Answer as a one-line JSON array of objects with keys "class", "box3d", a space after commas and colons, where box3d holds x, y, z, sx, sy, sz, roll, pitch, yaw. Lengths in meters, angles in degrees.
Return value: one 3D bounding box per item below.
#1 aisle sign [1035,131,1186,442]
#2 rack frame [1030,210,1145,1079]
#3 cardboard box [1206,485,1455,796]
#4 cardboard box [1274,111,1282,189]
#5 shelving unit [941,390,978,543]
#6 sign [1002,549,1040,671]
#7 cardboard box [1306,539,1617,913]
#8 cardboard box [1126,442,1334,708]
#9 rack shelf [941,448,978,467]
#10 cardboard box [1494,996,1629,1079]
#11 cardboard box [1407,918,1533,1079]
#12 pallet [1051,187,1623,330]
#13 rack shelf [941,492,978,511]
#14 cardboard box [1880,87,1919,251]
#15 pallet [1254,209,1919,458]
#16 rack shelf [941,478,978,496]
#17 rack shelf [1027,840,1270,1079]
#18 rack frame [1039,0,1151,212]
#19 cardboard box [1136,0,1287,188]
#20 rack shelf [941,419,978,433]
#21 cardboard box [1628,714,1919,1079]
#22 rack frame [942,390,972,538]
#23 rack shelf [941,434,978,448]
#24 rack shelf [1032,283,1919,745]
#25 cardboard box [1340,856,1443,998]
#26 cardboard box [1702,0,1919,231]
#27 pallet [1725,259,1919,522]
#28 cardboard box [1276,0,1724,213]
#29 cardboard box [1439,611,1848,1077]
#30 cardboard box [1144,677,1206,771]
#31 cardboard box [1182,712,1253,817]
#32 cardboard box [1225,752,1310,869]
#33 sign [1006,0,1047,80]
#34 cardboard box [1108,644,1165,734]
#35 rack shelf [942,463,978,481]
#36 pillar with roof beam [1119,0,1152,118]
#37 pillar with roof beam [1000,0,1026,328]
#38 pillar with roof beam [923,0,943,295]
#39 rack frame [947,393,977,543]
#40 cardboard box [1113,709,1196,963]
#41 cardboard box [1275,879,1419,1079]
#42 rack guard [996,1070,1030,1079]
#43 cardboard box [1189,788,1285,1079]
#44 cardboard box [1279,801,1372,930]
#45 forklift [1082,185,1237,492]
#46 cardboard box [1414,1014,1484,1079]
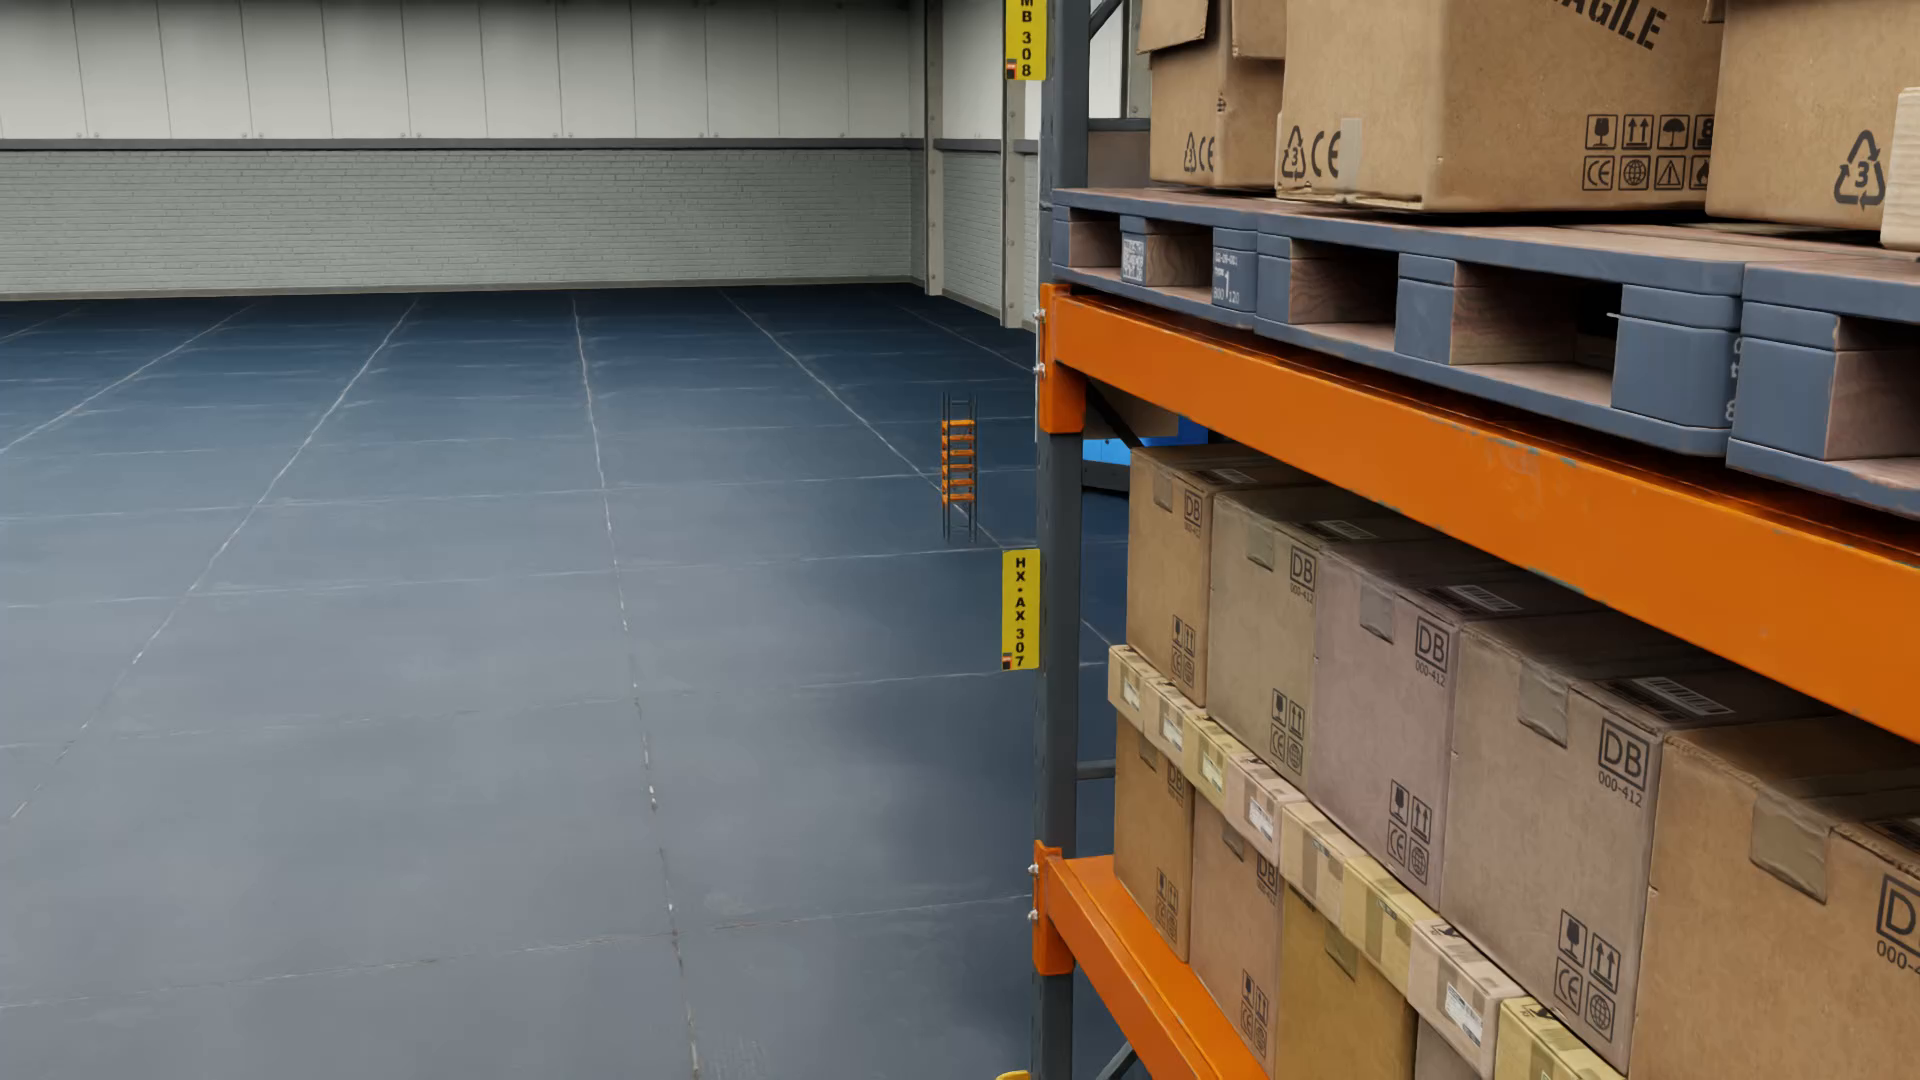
[{"class": "aisle sign", "box3d": [0.388, -0.648, 4.281, 0.394, 0.787, 0.004, -3, 14, -13]}, {"class": "rack frame", "box3d": [0.701, 0.613, 4.598, 1.000, 3.000, 0.127, -3, 14, -13]}, {"class": "cardboard box", "box3d": [0.939, 0.176, 3.443, 0.700, 0.500, 0.500, -4, 14, -15]}, {"class": "cardboard box", "box3d": [0.806, -0.713, 3.054, 0.380, 0.149, 0.250, -3, 14, -13]}, {"class": "shelving unit", "box3d": [-0.003, -0.586, 13.298, 0.258, 1.200, 0.189, -3, 14, -13]}, {"class": "sign", "box3d": [0.160, 0.184, 4.365, 0.100, 0.325, 0.005, -3, 14, -13]}, {"class": "cardboard box", "box3d": [1.058, 0.292, 2.967, 0.700, 0.500, 0.500, -3, 14, -13]}, {"class": "cardboard box", "box3d": [0.810, 0.055, 3.938, 0.700, 0.500, 0.500, -3, 14, -13]}, {"class": "rack shelf", "box3d": [-0.003, -0.660, 13.280, 0.258, 0.103, 0.180, -3, 14, -13]}, {"class": "cardboard box", "box3d": [1.006, 0.767, 2.389, 0.380, 0.149, 0.250, -3, 14, -11]}, {"class": "cardboard box", "box3d": [0.944, 0.706, 2.638, 0.380, 0.149, 0.250, -3, 14, -13]}, {"class": "pallet", "box3d": [0.842, -0.637, 3.579, 1.003, 0.211, 1.213, -3, 14, -13]}, {"class": "rack shelf", "box3d": [-0.003, -0.310, 13.366, 0.258, 0.103, 0.180, -3, 14, -13]}, {"class": "cardboard box", "box3d": [1.091, -0.334, 1.505, 0.380, 0.149, 0.250, -3, 14, -13]}, {"class": "pallet", "box3d": [1.132, -0.355, 2.424, 1.003, 0.211, 1.213, -3, 14, -13]}, {"class": "rack shelf", "box3d": [-0.003, -0.426, 13.337, 0.258, 0.103, 0.180, -3, 14, -13]}, {"class": "rack shelf", "box3d": [1.170, 1.424, 2.795, 1.077, 0.370, 4.000, -3, 14, -13]}, {"class": "rack frame", "box3d": [0.701, -2.301, 3.886, 1.000, 3.000, 0.127, -3, 14, -13]}, {"class": "cardboard box", "box3d": [0.832, -1.034, 3.619, 0.797, 0.503, 0.637, -2, 14, -9]}, {"class": "rack shelf", "box3d": [-0.003, -0.893, 13.223, 0.258, 0.103, 0.180, -3, 14, -13]}, {"class": "cardboard box", "box3d": [1.293, 0.523, 2.022, 0.700, 0.500, 0.500, -3, 14, -13]}, {"class": "rack frame", "box3d": [-0.025, -0.607, 13.385, 0.240, 1.200, 0.006, -3, 14, -13]}, {"class": "rack shelf", "box3d": [-0.003, -0.776, 13.252, 0.258, 0.103, 0.180, -3, 14, -13]}, {"class": "rack shelf", "box3d": [1.170, -0.033, 2.439, 1.077, 0.370, 4.000, -3, 14, -13]}, {"class": "cardboard box", "box3d": [0.888, 0.649, 2.874, 0.380, 0.149, 0.250, -3, 14, -14]}, {"class": "cardboard box", "box3d": [1.376, -0.630, 1.970, 0.797, 0.503, 0.637, -2, 14, -7]}, {"class": "pallet", "box3d": [1.415, -0.074, 1.275, 1.003, 0.211, 1.213, -3, 14, -13]}, {"class": "cardboard box", "box3d": [0.825, -0.766, 2.533, 0.500, 0.500, 0.500, -3, 14, -13]}, {"class": "cardboard box", "box3d": [1.176, 0.408, 2.494, 0.700, 0.500, 0.500, -3, 14, -13]}, {"class": "cardboard box", "box3d": [0.648, 0.413, 3.841, 0.380, 0.149, 0.250, -4, 14, -15]}, {"class": "cardboard box", "box3d": [0.705, 0.470, 3.605, 0.380, 0.149, 0.250, -3, 14, -13]}, {"class": "cardboard box", "box3d": [0.763, 0.529, 3.366, 0.380, 0.149, 0.250, -4, 14, -14]}, {"class": "sign", "box3d": [0.160, -1.278, 4.008, 0.100, 0.325, 0.005, -3, 14, -13]}, {"class": "cardboard box", "box3d": [0.584, 0.352, 4.089, 0.380, 0.149, 0.250, -3, 14, -14]}, {"class": "rack shelf", "box3d": [-0.003, -0.543, 13.309, 0.258, 0.103, 0.180, -3, 14, -13]}, {"class": "pillar with roof beam", "box3d": [-1.892, -6.378, 20.570, 9.100, 9.000, 0.400, -3, 14, -13]}, {"class": "pillar with roof beam", "box3d": [-3.301, -7.762, 26.236, 9.100, 9.000, 0.400, -3, 14, -13]}, {"class": "pillar with roof beam", "box3d": [-4.710, -9.146, 31.901, 9.100, 9.000, 0.400, -3, 14, -13]}, {"class": "rack frame", "box3d": [0.018, -0.565, 13.212, 0.240, 1.200, 0.006, -3, 14, -13]}, {"class": "cardboard box", "box3d": [0.798, 0.673, 4.142, 0.700, 0.500, 0.500, -3, 14, -13]}, {"class": "cardboard box", "box3d": [1.037, 0.909, 3.177, 0.700, 0.500, 0.500, -3, 14, -13]}, {"class": "rack guard", "box3d": [0.695, 1.822, 4.917, 1.175, 0.500, 0.348, -3, 14, -13]}, {"class": "cardboard box", "box3d": [0.926, 0.794, 3.647, 0.700, 0.500, 0.500, -3, 14, -12]}, {"class": "cardboard box", "box3d": [0.828, 0.590, 3.115, 0.380, 0.149, 0.250, -4, 14, -15]}, {"class": "forklift", "box3d": [2.175, -2.114, 15.903, 1.130, 2.935, 3.031, 10, 17, 36]}, {"class": "cardboard box", "box3d": [1.164, 1.030, 2.681, 0.700, 0.500, 0.500, -3, 14, -11]}]
